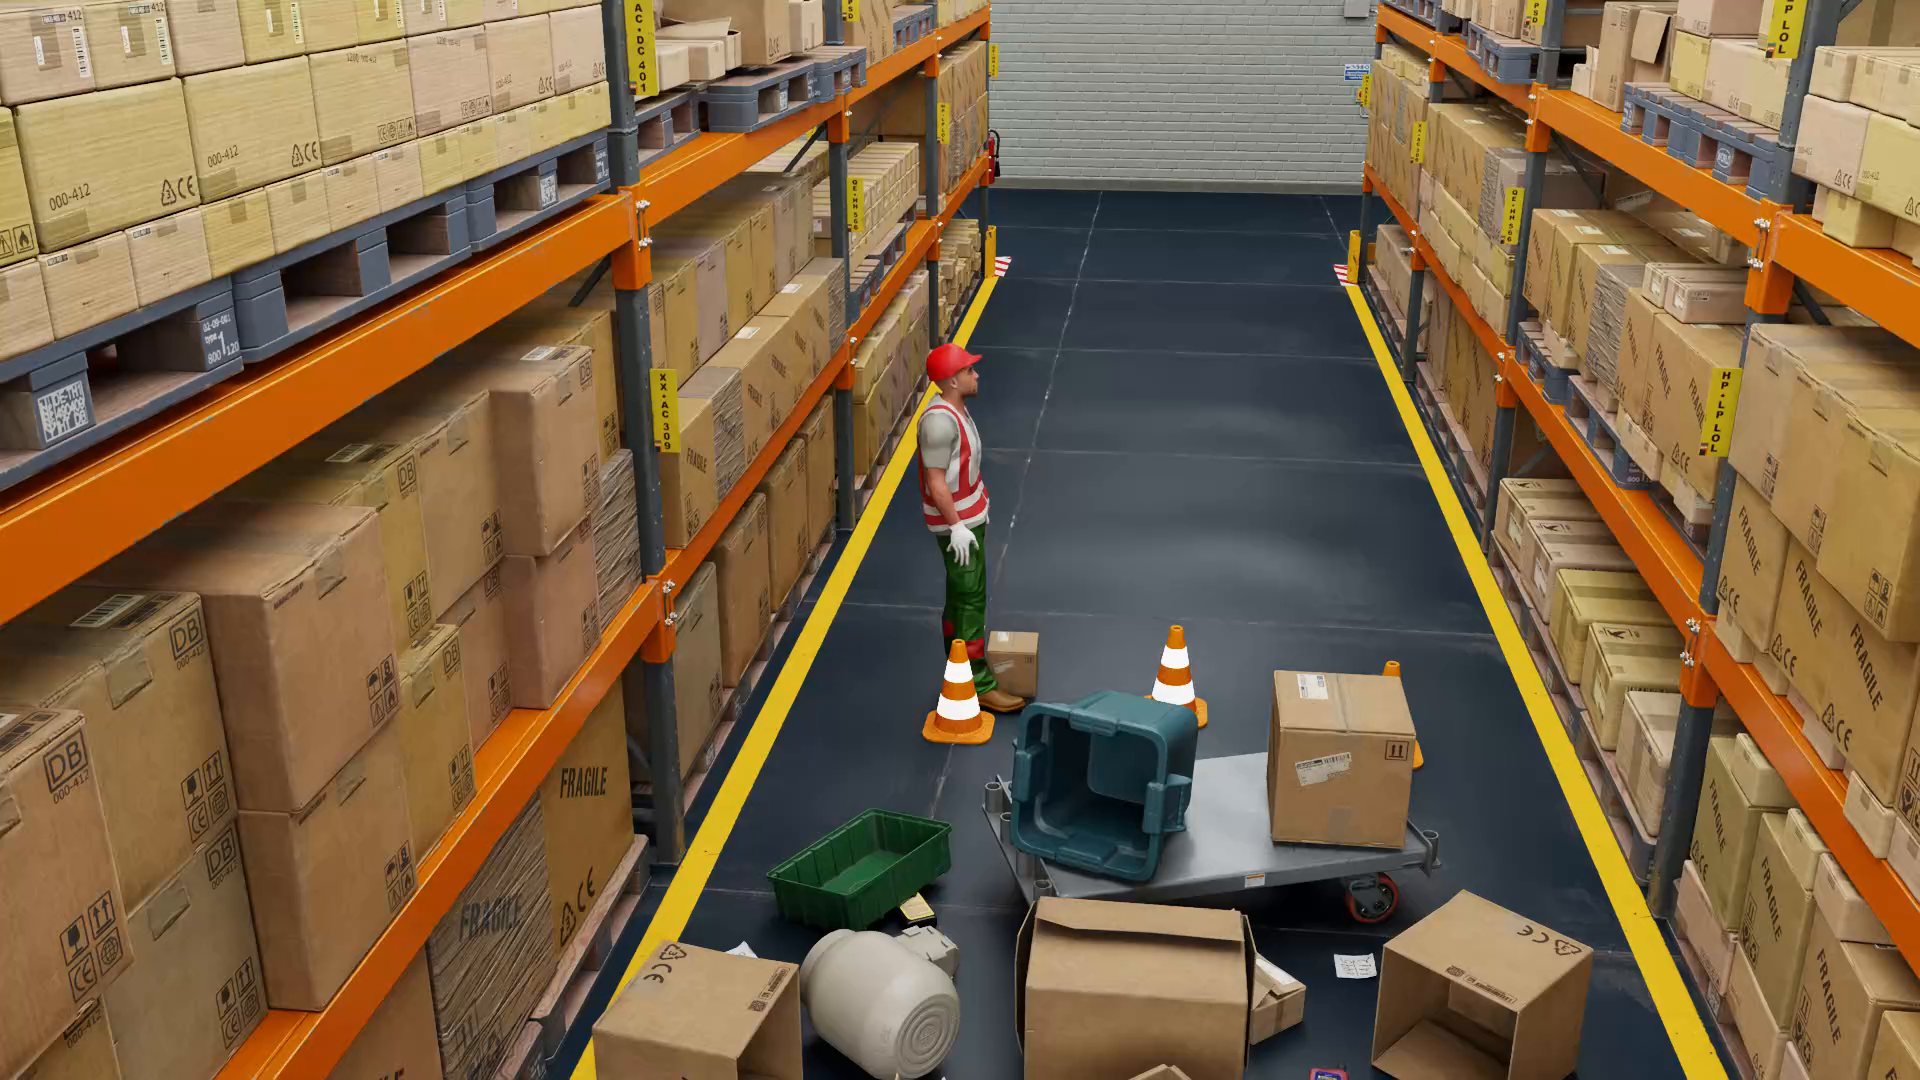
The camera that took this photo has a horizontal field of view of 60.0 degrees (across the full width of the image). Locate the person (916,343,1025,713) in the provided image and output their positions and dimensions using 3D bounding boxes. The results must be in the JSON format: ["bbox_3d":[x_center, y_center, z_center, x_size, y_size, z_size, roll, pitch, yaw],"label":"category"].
[{"bbox_3d":[0.076,-0.086,8.244,0.565,1.785,0.638,2,21,6],"label":"person"}]
